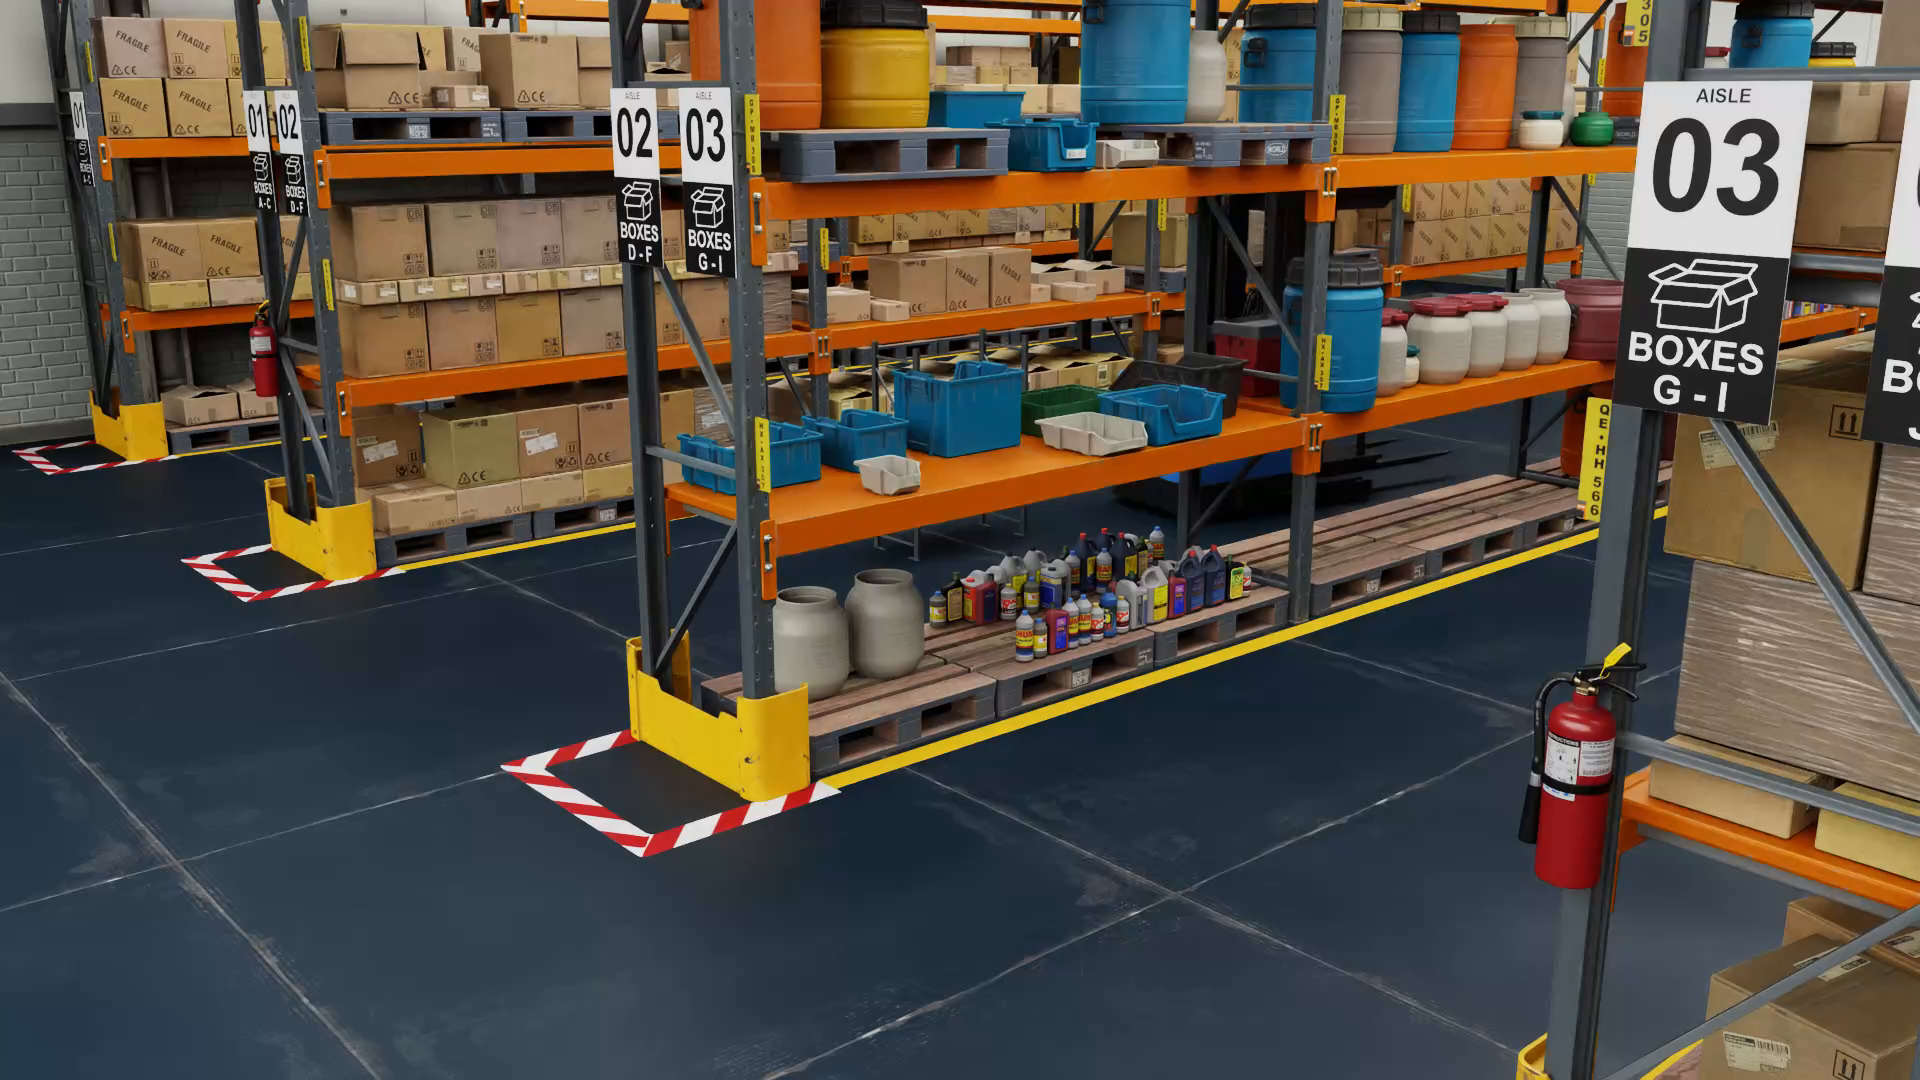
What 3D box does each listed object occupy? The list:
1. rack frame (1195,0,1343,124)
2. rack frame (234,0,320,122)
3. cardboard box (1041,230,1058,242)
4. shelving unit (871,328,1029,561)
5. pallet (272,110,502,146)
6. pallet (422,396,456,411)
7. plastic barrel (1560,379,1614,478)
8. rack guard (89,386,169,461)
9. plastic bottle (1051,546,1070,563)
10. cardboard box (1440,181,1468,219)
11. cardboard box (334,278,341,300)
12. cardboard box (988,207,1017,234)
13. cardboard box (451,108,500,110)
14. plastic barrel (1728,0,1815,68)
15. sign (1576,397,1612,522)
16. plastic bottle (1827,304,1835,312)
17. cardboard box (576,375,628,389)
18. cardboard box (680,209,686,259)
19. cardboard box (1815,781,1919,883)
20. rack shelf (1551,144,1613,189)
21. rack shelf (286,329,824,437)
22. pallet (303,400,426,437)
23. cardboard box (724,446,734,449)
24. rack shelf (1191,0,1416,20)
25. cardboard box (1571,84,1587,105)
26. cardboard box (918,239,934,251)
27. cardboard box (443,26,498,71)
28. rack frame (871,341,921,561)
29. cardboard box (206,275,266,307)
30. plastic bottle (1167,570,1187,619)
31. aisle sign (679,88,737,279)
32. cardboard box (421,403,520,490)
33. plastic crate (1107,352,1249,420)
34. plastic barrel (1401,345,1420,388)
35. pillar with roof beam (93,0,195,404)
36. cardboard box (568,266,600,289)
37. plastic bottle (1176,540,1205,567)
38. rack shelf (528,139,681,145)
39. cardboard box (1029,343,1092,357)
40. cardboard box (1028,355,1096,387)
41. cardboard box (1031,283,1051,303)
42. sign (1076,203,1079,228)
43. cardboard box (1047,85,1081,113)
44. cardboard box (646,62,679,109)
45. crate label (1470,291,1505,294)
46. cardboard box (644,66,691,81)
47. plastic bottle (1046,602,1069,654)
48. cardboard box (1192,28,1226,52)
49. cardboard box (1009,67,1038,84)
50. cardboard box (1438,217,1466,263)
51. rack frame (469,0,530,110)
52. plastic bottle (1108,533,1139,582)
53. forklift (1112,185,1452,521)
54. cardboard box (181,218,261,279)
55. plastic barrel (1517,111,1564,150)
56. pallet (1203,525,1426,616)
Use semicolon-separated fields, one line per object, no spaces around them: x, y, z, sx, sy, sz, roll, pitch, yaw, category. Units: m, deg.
1.794;-3.925;9.505;0.127;3.000;1.000;-13;19;-39;rack frame
-4.472;-4.212;10.581;0.127;3.000;1.000;-13;19;-39;rack frame
1.081;-4.039;22.005;0.250;0.149;0.380;-12;19;-38;cardboard box
-0.064;-0.710;12.002;1.048;1.500;0.538;-13;19;-39;shelving unit
-3.922;-2.835;11.409;1.213;0.211;1.003;-13;19;-39;pallet
-5.193;-1.487;17.408;1.213;0.211;1.003;-13;19;-39;pallet
5.169;-0.944;13.365;0.708;0.830;0.600;-13;19;-39;plastic barrel
-7.670;-1.082;15.334;0.348;0.500;1.175;-13;19;-39;rack guard
0.618;0.181;10.169;0.133;0.283;0.061;-12;19;-37;plastic bottle
5.509;-3.990;19.245;0.500;0.500;0.500;-13;20;-41;cardboard box
-4.309;-1.777;11.639;0.250;0.149;0.380;-13;20;-40;cardboard box
0.380;-4.213;21.400;0.500;0.500;0.500;-13;19;-39;cardboard box
-4.930;-4.328;16.595;0.500;0.500;0.500;-12;19;-38;cardboard box
6.642;-3.957;13.653;0.708;0.901;0.600;-13;19;-39;plastic barrel
1.678;-0.208;4.360;0.005;0.325;0.100;-13;19;-39;sign
7.744;-2.192;14.883;0.135;0.276;0.152;-13;19;-39;plastic bottle
-2.765;-1.041;13.395;0.500;0.500;0.500;-13;19;-39;cardboard box
-2.166;-2.504;13.104;0.500;0.500;0.700;-13;20;-39;cardboard box
2.399;0.735;4.172;0.250;0.149;0.380;-13;19;-39;cardboard box
6.320;-3.144;13.790;4.000;0.370;1.077;-13;19;-39;rack shelf
-2.964;-1.305;12.716;4.000;0.370;1.077;-13;19;-39;rack shelf
-6.114;-1.279;16.630;1.213;0.211;1.003;-13;19;-39;pallet
-2.045;-0.662;13.429;0.500;0.250;0.500;-13;19;-39;cardboard box
3.071;-5.365;17.067;4.000;0.370;1.077;-13;19;-39;rack shelf
7.377;-5.506;20.558;0.500;0.250;0.500;-13;19;-39;cardboard box
-0.541;-3.713;20.787;0.250;0.149;0.380;-12;19;-38;cardboard box
-4.909;-4.807;16.453;0.500;0.500;0.500;14;20;42;cardboard box
-0.448;-0.624;11.680;0.032;1.500;0.500;-13;19;-39;rack frame
-6.768;-2.326;15.397;0.500;0.250;0.500;-13;20;-41;cardboard box
1.257;0.307;9.699;0.133;0.283;0.061;-11;19;-36;plastic bottle
-1.086;-1.535;7.148;0.004;0.787;0.394;-13;19;-39;aisle sign
-3.546;-0.683;12.055;0.500;0.500;0.500;-13;19;-39;cardboard box
1.315;-0.932;10.048;0.504;0.338;0.767;-13;19;-39;plastic crate
2.893;-1.154;11.025;0.301;0.262;0.301;0;15;0;plastic barrel
-4.941;-4.625;12.125;0.400;9.000;9.100;-13;19;-39;pillar with roof beam
-2.875;-1.960;12.324;0.250;0.149;0.380;-12;19;-39;cardboard box
1.403;0.178;10.051;0.185;0.351;0.144;-13;19;-39;plastic bottle
-3.201;-4.395;18.474;4.000;0.370;1.077;-13;19;-39;rack shelf
0.975;-1.783;16.539;0.500;0.311;0.500;-12;19;-38;cardboard box
0.941;-1.588;15.811;0.500;0.311;0.500;-13;20;-40;cardboard box
0.638;-2.320;15.611;0.250;0.149;0.380;-11;18;-35;cardboard box
1.199;-3.294;16.679;0.005;0.325;0.100;-13;19;-39;sign
0.874;-4.068;15.332;0.500;0.250;0.500;-12;19;-38;cardboard box
-3.314;-4.941;18.116;0.500;0.500;0.500;-14;20;-41;cardboard box
3.884;-1.605;12.378;0.616;0.435;0.502;-13;19;-39;crate label
-2.415;-3.542;12.974;0.500;0.311;0.500;-14;20;-42;cardboard box
0.531;0.470;9.089;0.133;0.283;0.061;-12;19;-38;plastic bottle
2.281;-4.808;16.495;0.500;0.500;0.500;-13;19;-39;cardboard box
0.590;-5.892;21.639;0.500;0.500;0.700;-14;20;-42;cardboard box
5.528;-3.515;19.404;0.500;0.500;0.500;-12;19;-38;cardboard box
-4.710;-5.853;16.725;0.127;3.000;1.000;-13;19;-39;rack frame
1.007;0.125;10.250;0.185;0.351;0.144;-13;19;-39;plastic bottle
2.746;-1.826;13.407;3.031;2.935;1.130;-9;17;-31;forklift
-6.790;-2.681;15.273;0.500;0.500;0.500;-13;19;-39;cardboard box
4.005;-2.825;11.470;0.301;0.262;0.301;0;15;0;plastic barrel
2.361;0.180;11.165;1.213;0.211;1.003;-13;19;-39;pallet
